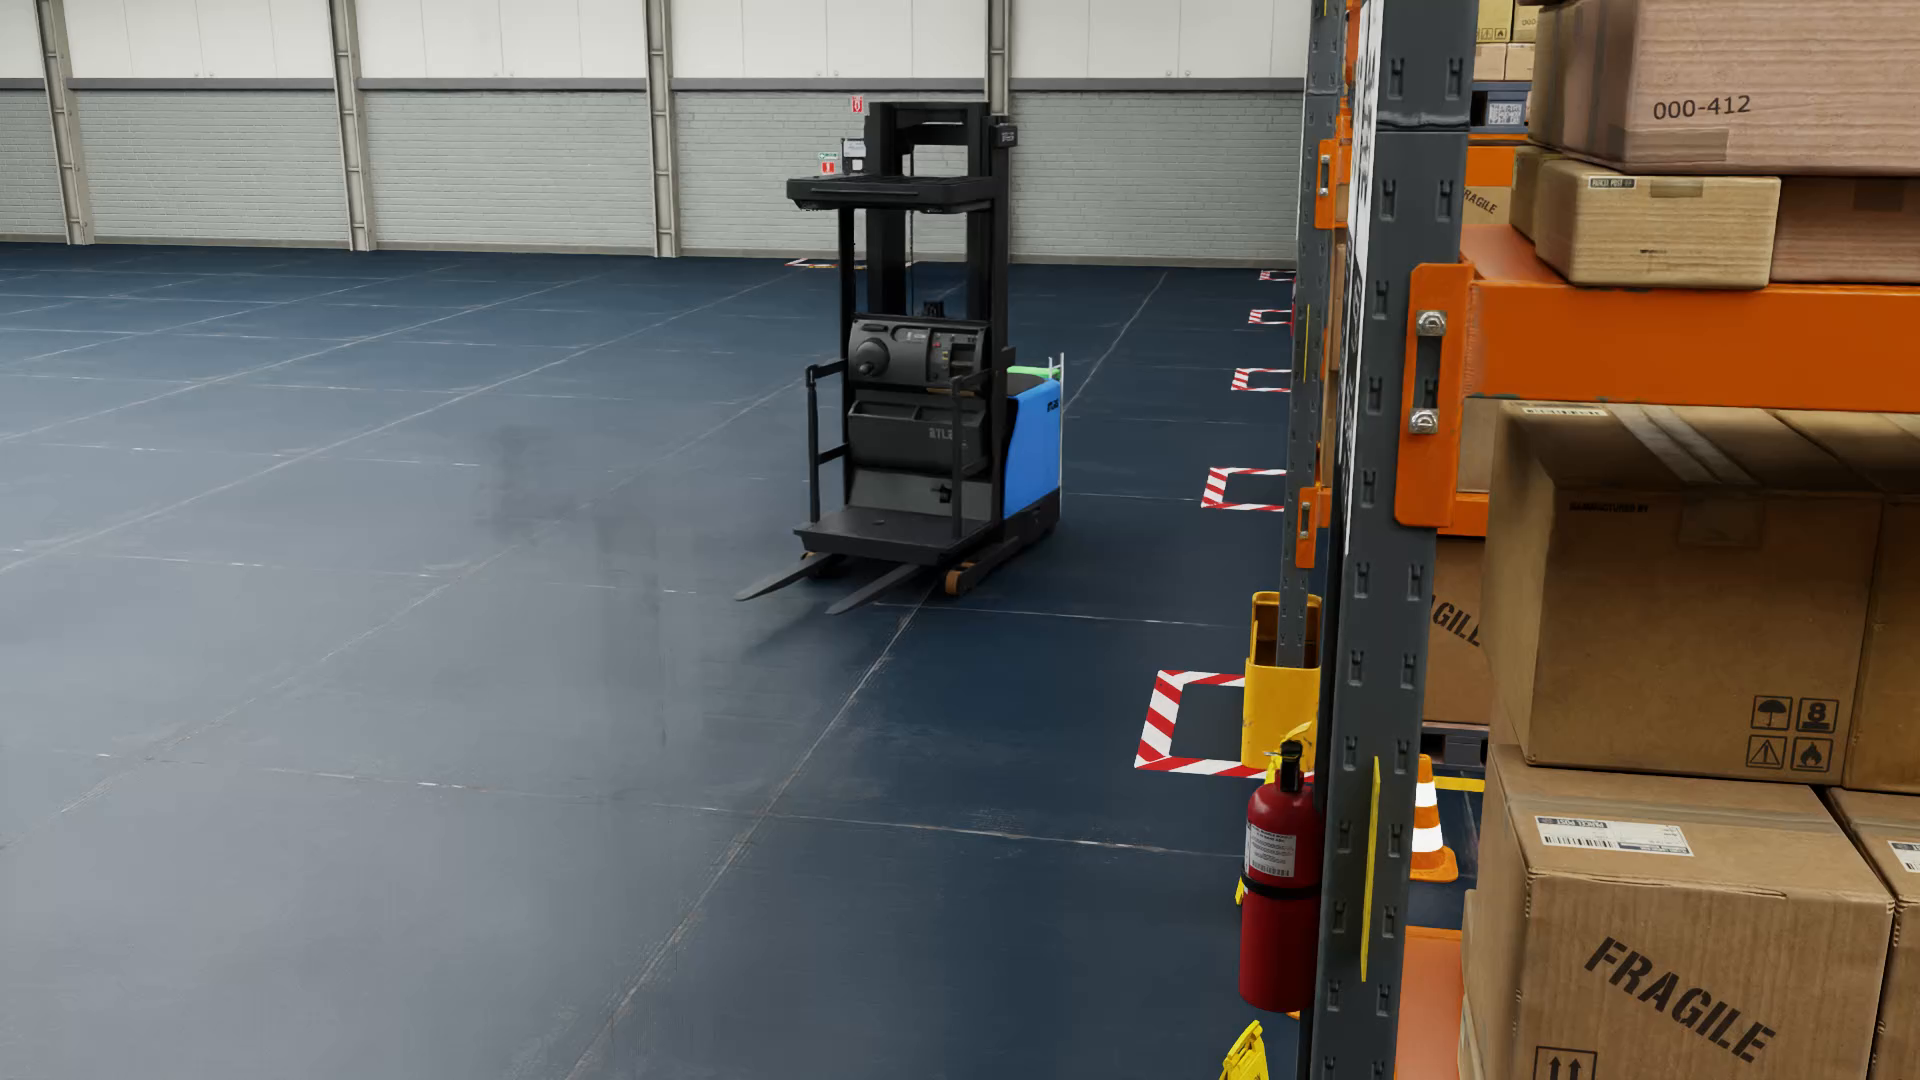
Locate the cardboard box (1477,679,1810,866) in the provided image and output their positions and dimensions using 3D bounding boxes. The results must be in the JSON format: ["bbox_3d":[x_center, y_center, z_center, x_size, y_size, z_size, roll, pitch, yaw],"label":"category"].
[{"bbox_3d":[1.306,0.531,3.212,0.500,0.500,0.500,3,16,10],"label":"cardboard box"}]

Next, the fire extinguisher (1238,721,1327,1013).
[{"bbox_3d":[0.699,0.676,3.577,0.183,0.674,0.296,3,16,11],"label":"fire extinguisher"}]

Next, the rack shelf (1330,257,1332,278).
[{"bbox_3d":[5.641,-2.669,16.857,4.000,0.370,1.077,3,16,11],"label":"rack shelf"}]

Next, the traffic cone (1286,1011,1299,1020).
[{"bbox_3d":[1.286,1.365,5.697,0.334,0.463,0.336,3,16,11],"label":"traffic cone"}]

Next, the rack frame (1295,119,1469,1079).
[{"bbox_3d":[0.720,0.766,3.109,0.127,3.000,1.000,3,16,11],"label":"rack frame"}]

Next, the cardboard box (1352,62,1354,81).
[{"bbox_3d":[3.029,-3.459,12.276,0.250,0.149,0.380,3,16,11],"label":"cardboard box"}]

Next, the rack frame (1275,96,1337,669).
[{"bbox_3d":[1.607,-0.535,7.803,0.127,3.000,1.000,3,16,11],"label":"rack frame"}]

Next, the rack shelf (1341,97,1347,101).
[{"bbox_3d":[7.616,-6.707,25.813,4.000,0.370,1.077,3,16,11],"label":"rack shelf"}]

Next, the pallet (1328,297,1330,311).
[{"bbox_3d":[5.430,-3.045,22.087,1.213,0.211,1.003,3,16,11],"label":"pallet"}]

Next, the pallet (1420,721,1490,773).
[{"bbox_3d":[2.406,0.831,8.096,1.213,0.211,1.003,3,16,11],"label":"pallet"}]

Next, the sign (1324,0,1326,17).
[{"bbox_3d":[1.490,-2.295,6.753,0.005,0.325,0.100,3,16,11],"label":"sign"}]

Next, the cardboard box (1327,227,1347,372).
[{"bbox_3d":[1.963,-1.097,7.531,0.550,0.550,0.875,3,16,11],"label":"cardboard box"}]

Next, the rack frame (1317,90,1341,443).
[{"bbox_3d":[2.694,-1.827,12.468,0.127,3.000,1.000,3,16,11],"label":"rack frame"}]

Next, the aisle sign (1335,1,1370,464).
[{"bbox_3d":[0.717,-0.566,3.048,0.004,0.787,0.394,3,16,11],"label":"aisle sign"}]

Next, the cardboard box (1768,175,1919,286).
[{"bbox_3d":[1.255,-0.466,2.406,0.250,0.149,0.380,3,16,9],"label":"cardboard box"}]

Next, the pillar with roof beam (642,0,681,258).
[{"bbox_3d":[-6.103,-8.307,24.622,0.400,9.000,9.100,3,16,11],"label":"pillar with roof beam"}]

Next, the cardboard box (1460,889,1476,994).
[{"bbox_3d":[1.129,0.851,3.273,0.250,0.149,0.380,4,16,13],"label":"cardboard box"}]

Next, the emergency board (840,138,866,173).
[{"bbox_3d":[-1.780,-6.364,28.847,0.643,1.169,0.194,3,16,11],"label":"emergency board"}]

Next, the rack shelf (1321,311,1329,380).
[{"bbox_3d":[4.654,-1.374,12.180,4.000,0.370,1.077,3,16,11],"label":"rack shelf"}]

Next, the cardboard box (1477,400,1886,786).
[{"bbox_3d":[1.264,0.062,3.031,0.500,0.500,0.700,3,16,10],"label":"cardboard box"}]

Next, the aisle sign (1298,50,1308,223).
[{"bbox_3d":[1.597,-1.870,7.753,0.004,0.787,0.394,3,16,11],"label":"aisle sign"}]

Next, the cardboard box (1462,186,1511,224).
[{"bbox_3d":[3.668,-2.371,11.816,0.500,0.500,0.500,3,16,11],"label":"cardboard box"}]

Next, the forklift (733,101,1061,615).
[{"bbox_3d":[-0.361,-1.193,10.309,1.130,2.935,3.031,7,17,23],"label":"forklift"}]

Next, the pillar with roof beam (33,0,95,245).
[{"bbox_3d":[-17.863,-8.945,26.927,0.400,9.000,9.100,3,16,11],"label":"pillar with roof beam"}]

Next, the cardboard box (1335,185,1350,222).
[{"bbox_3d":[5.127,-4.438,21.707,0.500,0.500,0.700,3,16,11],"label":"cardboard box"}]

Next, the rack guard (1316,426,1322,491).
[{"bbox_3d":[2.769,-0.618,12.787,0.348,0.500,1.175,3,16,11],"label":"rack guard"}]

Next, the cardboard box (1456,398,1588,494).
[{"bbox_3d":[2.523,-0.576,7.670,0.550,0.550,0.875,3,16,11],"label":"cardboard box"}]

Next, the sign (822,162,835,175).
[{"bbox_3d":[-2.301,-6.437,29.046,0.234,0.329,0.001,3,16,11],"label":"sign"}]

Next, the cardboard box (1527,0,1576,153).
[{"bbox_3d":[1.275,-0.794,2.845,0.500,0.250,0.500,3,16,10],"label":"cardboard box"}]

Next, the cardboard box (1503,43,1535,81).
[{"bbox_3d":[2.374,-1.981,6.901,0.250,0.149,0.380,3,16,11],"label":"cardboard box"}]

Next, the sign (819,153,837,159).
[{"bbox_3d":[-2.298,-6.690,28.966,0.331,0.109,0.001,3,16,11],"label":"sign"}]

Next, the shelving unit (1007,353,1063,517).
[{"bbox_3d":[0.455,-0.748,11.943,0.503,1.200,0.258,7,17,23],"label":"shelving unit"}]

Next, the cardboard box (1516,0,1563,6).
[{"bbox_3d":[1.110,-1.002,2.850,0.250,0.149,0.380,3,16,12],"label":"cardboard box"}]

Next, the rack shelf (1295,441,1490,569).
[{"bbox_3d":[3.567,-0.082,7.515,4.000,0.370,1.077,3,16,11],"label":"rack shelf"}]

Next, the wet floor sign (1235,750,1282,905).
[{"bbox_3d":[1.184,1.116,6.253,0.232,0.644,0.267,0,15,1],"label":"wet floor sign"}]

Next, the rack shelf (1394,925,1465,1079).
[{"bbox_3d":[2.679,1.219,2.821,4.000,0.370,1.077,3,16,11],"label":"rack shelf"}]

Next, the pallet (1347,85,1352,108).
[{"bbox_3d":[4.473,-4.407,16.519,1.213,0.211,1.003,3,16,11],"label":"pallet"}]

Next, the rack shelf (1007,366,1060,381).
[{"bbox_3d":[0.455,-1.149,11.832,0.480,0.148,0.258,7,17,23],"label":"rack shelf"}]

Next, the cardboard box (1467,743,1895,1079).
[{"bbox_3d":[1.128,0.672,2.703,0.500,0.500,0.500,3,16,10],"label":"cardboard box"}]

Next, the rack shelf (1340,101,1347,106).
[{"bbox_3d":[6.632,-5.411,21.134,4.000,0.370,1.077,3,16,11],"label":"rack shelf"}]

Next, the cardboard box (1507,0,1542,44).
[{"bbox_3d":[2.526,-2.182,6.882,0.500,0.250,0.500,3,16,10],"label":"cardboard box"}]

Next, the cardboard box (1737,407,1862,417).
[{"bbox_3d":[3.574,-0.496,7.381,0.500,0.550,0.875,3,16,11],"label":"cardboard box"}]

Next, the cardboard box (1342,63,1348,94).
[{"bbox_3d":[5.933,-7.134,25.785,0.500,0.500,0.500,4,16,13],"label":"cardboard box"}]
